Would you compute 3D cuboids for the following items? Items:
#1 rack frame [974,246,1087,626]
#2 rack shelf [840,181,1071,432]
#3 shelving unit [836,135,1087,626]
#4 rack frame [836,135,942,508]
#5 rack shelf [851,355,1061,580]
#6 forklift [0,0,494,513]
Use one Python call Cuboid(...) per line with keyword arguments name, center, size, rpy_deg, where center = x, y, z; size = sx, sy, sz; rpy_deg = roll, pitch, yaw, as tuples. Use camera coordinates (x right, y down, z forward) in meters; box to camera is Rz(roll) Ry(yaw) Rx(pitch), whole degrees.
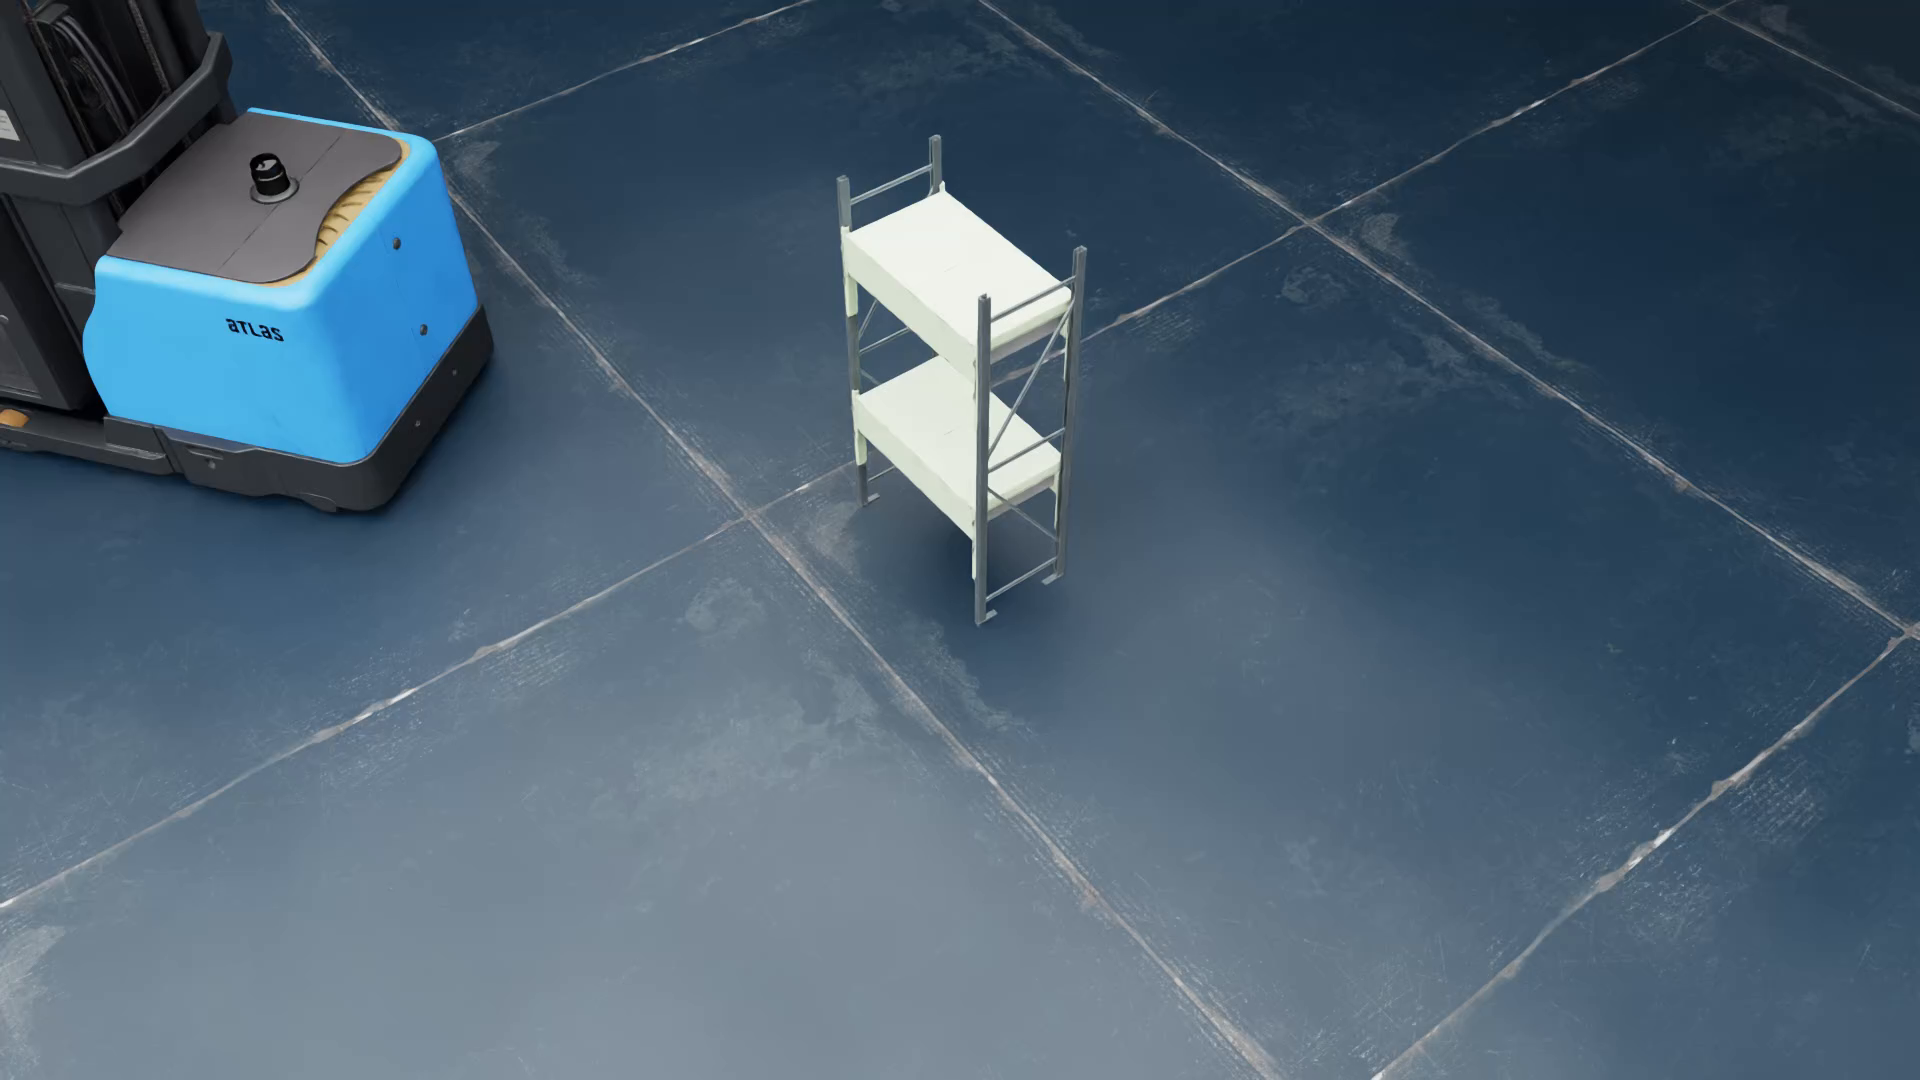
Cuboid(name="rack frame", center=(0.218, -0.292, 5.502), size=(0.400, 1.500, 0.023), rpy_deg=(-29, 54, -24))
Cuboid(name="rack shelf", center=(-0.004, -0.770, 5.409), size=(0.431, 0.370, 0.720), rpy_deg=(-29, 54, -24))
Cuboid(name="shelving unit", center=(-0.004, -0.508, 5.698), size=(0.431, 1.500, 0.755), rpy_deg=(-29, 54, -24))
Cuboid(name="rack frame", center=(-0.226, -0.723, 5.894), size=(0.400, 1.500, 0.023), rpy_deg=(-29, 54, -24))
Cuboid(name="rack shelf", center=(-0.004, -0.289, 5.939), size=(0.431, 0.370, 0.720), rpy_deg=(-29, 54, -24))
Cuboid(name="forklift", center=(-3.499, -1.701, 5.814), size=(3.031, 2.935, 1.130), rpy_deg=(12, 49, 10))
